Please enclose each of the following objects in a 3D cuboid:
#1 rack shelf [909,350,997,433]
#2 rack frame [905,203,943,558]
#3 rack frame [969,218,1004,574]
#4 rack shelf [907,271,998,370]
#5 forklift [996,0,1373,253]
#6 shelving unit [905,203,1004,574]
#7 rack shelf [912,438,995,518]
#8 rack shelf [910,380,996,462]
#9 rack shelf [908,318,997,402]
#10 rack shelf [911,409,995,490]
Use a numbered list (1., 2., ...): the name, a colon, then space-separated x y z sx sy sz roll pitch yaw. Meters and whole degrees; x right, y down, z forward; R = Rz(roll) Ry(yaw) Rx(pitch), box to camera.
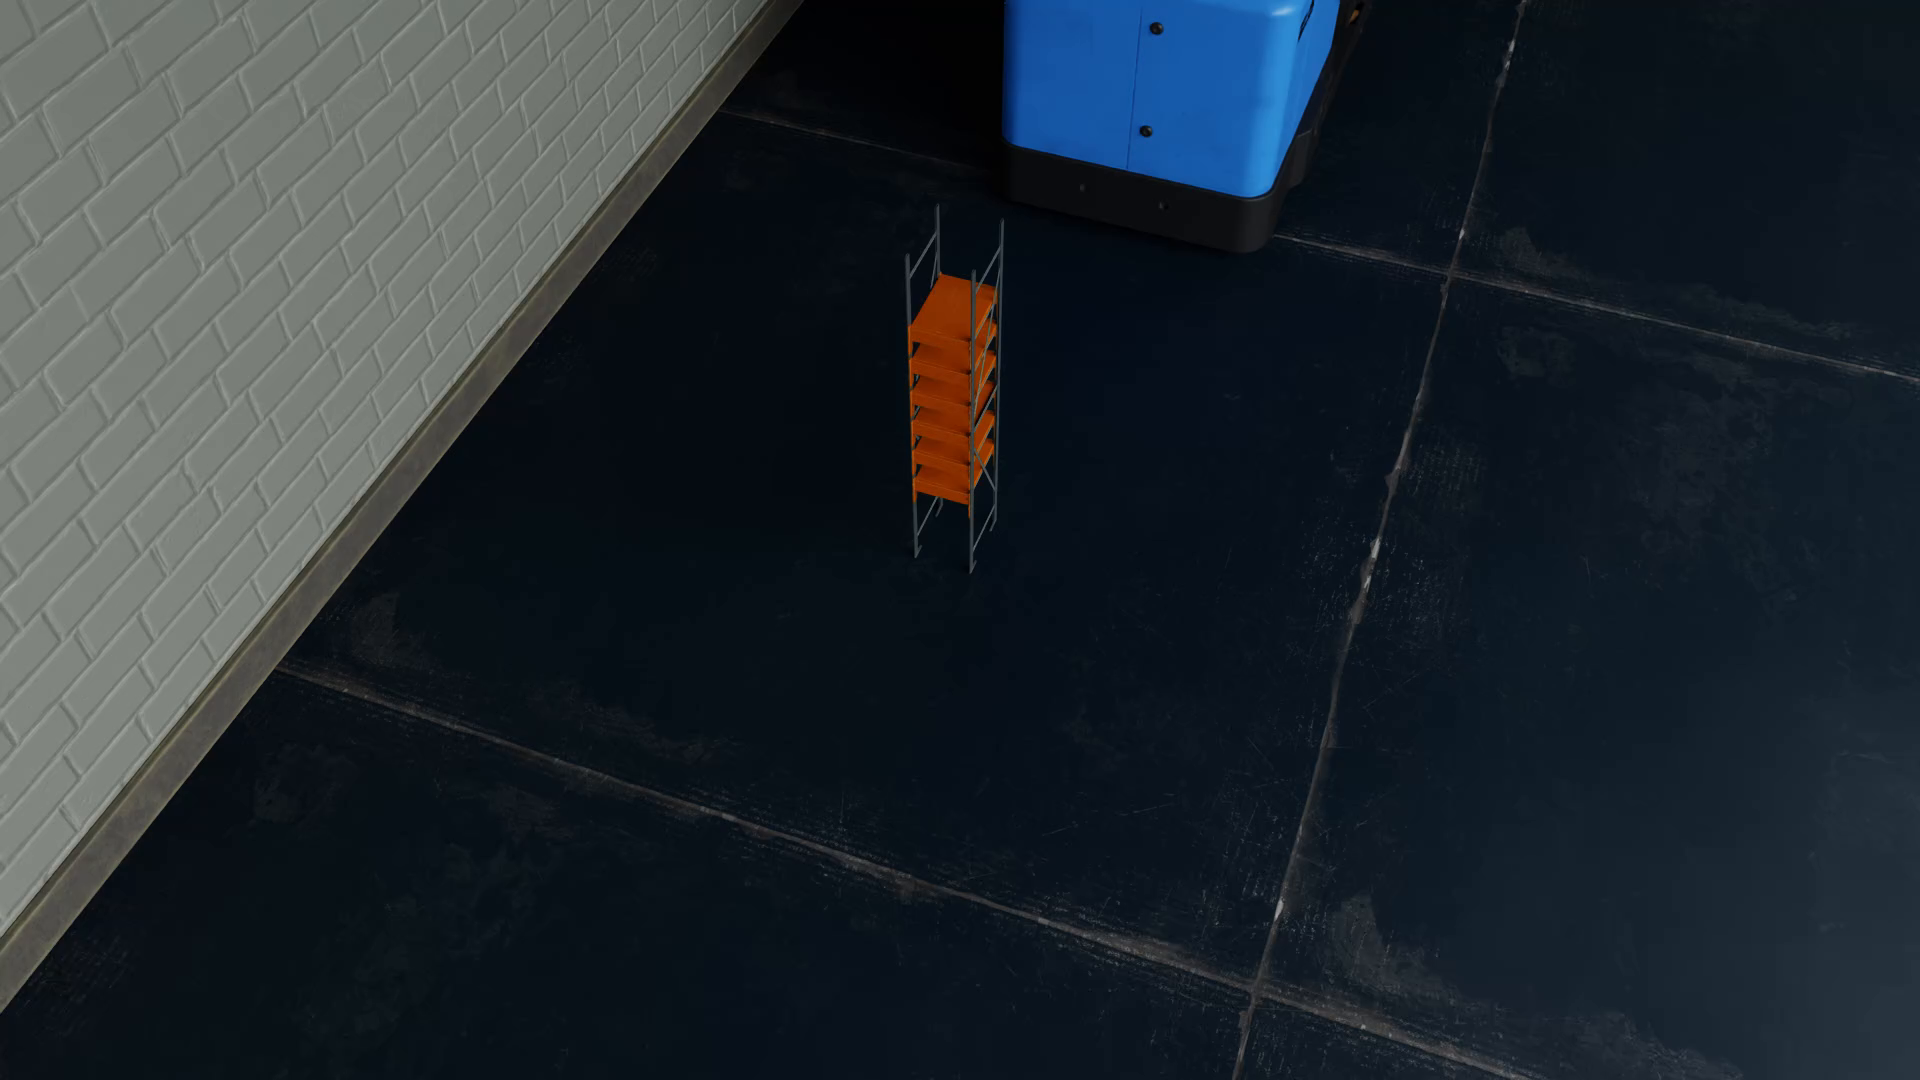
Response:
1. rack shelf: -0.014 -0.446 4.743 0.180 0.103 0.258 16 51 13
2. rack frame: -0.099 -0.421 4.821 0.006 1.200 0.240 16 51 13
3. rack frame: 0.072 -0.373 4.779 0.006 1.200 0.240 16 51 13
4. rack shelf: -0.014 -0.603 4.561 0.180 0.103 0.258 16 51 13
5. forklift: 1.138 -3.144 6.035 1.130 2.935 3.031 16 51 14
6. shelving unit: -0.014 -0.397 4.800 0.189 1.200 0.258 16 51 13
7. rack shelf: -0.014 -0.210 5.015 0.180 0.103 0.258 16 51 13
8. rack shelf: -0.014 -0.368 4.833 0.180 0.103 0.258 16 51 13
9. rack shelf: -0.014 -0.525 4.652 0.180 0.103 0.258 16 51 13
10. rack shelf: -0.014 -0.289 4.924 0.180 0.103 0.258 16 51 13
